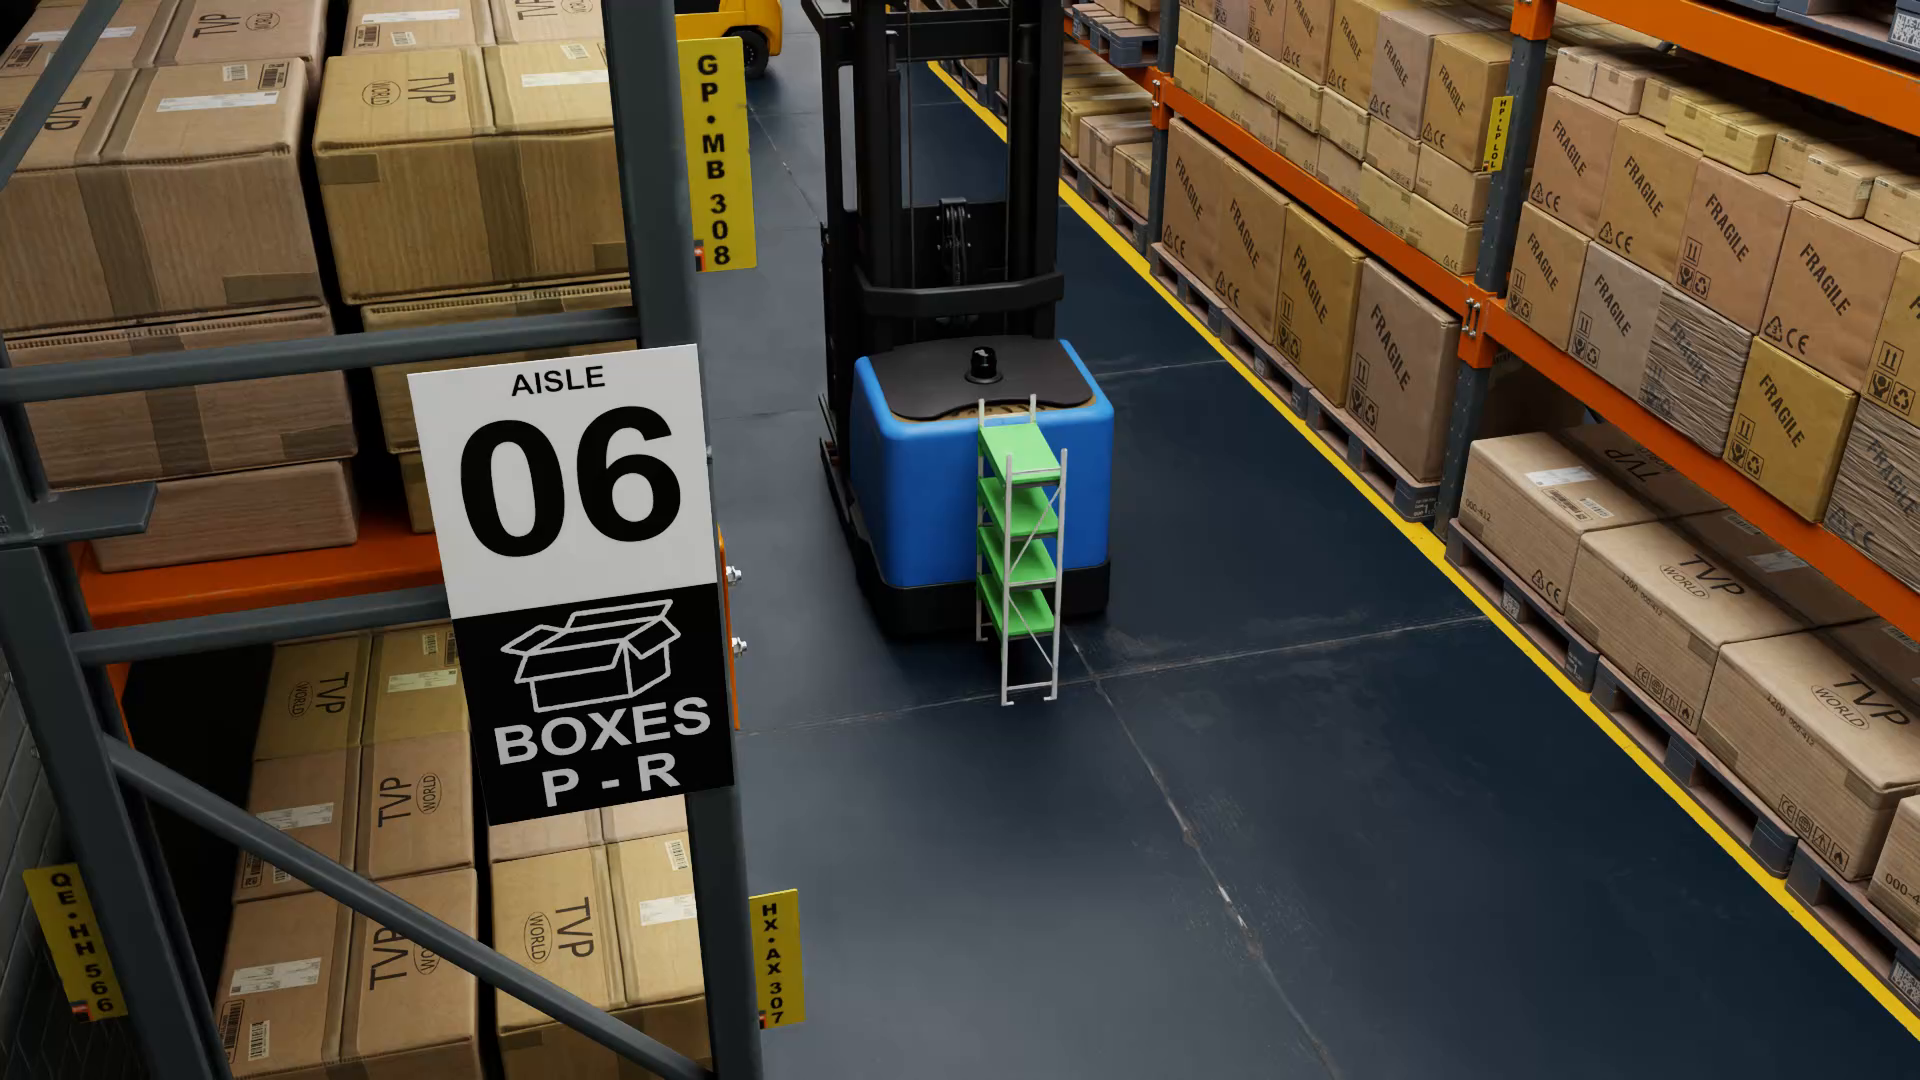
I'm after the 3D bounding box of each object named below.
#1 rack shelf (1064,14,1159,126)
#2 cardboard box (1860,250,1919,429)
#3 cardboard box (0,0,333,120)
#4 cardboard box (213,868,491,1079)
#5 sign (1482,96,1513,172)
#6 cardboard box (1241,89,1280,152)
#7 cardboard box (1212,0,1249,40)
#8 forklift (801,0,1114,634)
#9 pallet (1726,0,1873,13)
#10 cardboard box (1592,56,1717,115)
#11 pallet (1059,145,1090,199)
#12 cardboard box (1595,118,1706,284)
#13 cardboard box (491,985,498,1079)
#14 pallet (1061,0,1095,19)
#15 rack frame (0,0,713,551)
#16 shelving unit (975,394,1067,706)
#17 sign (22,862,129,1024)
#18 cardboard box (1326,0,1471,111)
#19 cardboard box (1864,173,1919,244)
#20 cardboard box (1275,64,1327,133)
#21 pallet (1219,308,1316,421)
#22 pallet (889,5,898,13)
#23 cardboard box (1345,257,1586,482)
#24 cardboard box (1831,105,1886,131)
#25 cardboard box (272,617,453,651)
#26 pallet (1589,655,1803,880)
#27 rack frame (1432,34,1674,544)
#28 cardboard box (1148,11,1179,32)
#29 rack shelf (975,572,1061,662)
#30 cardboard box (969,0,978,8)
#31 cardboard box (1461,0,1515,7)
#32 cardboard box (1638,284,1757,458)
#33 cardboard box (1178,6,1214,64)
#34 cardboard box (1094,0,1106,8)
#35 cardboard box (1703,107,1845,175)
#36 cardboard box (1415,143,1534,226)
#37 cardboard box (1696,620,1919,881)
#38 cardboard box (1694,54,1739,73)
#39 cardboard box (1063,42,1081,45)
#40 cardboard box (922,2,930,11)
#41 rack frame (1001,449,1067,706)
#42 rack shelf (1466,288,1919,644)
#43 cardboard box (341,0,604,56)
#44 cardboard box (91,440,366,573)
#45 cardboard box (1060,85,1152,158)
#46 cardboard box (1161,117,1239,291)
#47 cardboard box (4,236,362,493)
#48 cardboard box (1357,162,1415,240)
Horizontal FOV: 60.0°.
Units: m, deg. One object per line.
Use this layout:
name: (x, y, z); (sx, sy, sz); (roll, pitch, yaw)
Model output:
rack shelf: (1.267, -3.959, 12.814); (1.077, 0.370, 4.000); (-8, 31, -13)
cardboard box: (3.268, -0.606, 5.204); (0.500, 0.500, 0.500); (-8, 31, -14)
cardboard box: (-1.388, -0.786, 2.973); (0.500, 0.250, 0.500); (-9, 31, -15)
cardboard box: (-1.242, 0.970, 3.432); (0.500, 0.250, 0.500); (-7, 31, -12)
sign: (2.339, -1.763, 7.224); (0.100, 0.325, 0.005); (-8, 31, -13)
cardboard box: (1.972, -2.470, 9.673); (0.500, 0.250, 0.500); (-7, 31, -12)
cardboard box: (1.834, -3.272, 9.810); (0.500, 0.500, 0.500); (-8, 31, -13)
forklift: (-0.130, -1.574, 8.043); (1.130, 2.935, 3.031); (-6, 31, -10)
pallet: (3.066, -2.236, 6.213); (1.003, 0.211, 1.213); (-8, 31, -13)
cardboard box: (2.776, -1.821, 6.656); (0.380, 0.149, 0.250); (-7, 31, -13)
pallet: (1.271, -3.063, 13.332); (1.003, 0.211, 1.213); (-8, 31, -13)
cardboard box: (2.880, -1.342, 6.476); (0.500, 0.500, 0.500); (-8, 31, -14)
cardboard box: (-1.219, 1.075, 3.650); (0.380, 0.149, 0.250); (-7, 31, -12)
pallet: (1.233, -4.172, 12.655); (1.003, 0.211, 1.213); (-8, 31, -13)
rack frame: (-0.864, -1.375, 1.643); (1.000, 3.000, 0.127); (-8, 31, -13)
shelving unit: (0.244, 0.050, 6.955); (0.258, 1.200, 0.503); (-6, 32, -10)
sign: (-1.404, 0.647, 2.666); (0.100, 0.325, 0.005); (-8, 31, -13)
cardboard box: (2.238, -2.527, 8.524); (0.500, 0.500, 0.500); (-7, 31, -12)
cardboard box: (3.189, -1.082, 5.380); (0.380, 0.149, 0.250); (-7, 31, -12)
cardboard box: (2.072, -2.440, 9.121); (0.500, 0.250, 0.500); (-7, 31, -12)
pallet: (2.254, -1.119, 9.972); (1.003, 0.211, 1.213); (-8, 31, -13)
pallet: (-0.124, -5.528, 17.589); (1.003, 0.211, 1.213); (-8, 31, -13)
cardboard box: (2.617, -0.924, 8.553); (0.875, 0.875, 0.875); (-7, 31, -12)
cardboard box: (3.456, -1.523, 6.142); (0.380, 0.149, 0.250); (-8, 31, -14)
cardboard box: (-1.643, 0.229, 4.713); (0.500, 0.250, 0.500); (-8, 31, -13)
pallet: (3.313, 0.802, 6.653); (1.003, 0.211, 1.213); (-8, 31, -13)
rack frame: (2.859, -1.373, 7.627); (1.000, 3.000, 0.127); (-8, 31, -13)
cardboard box: (1.484, -3.505, 11.142); (0.380, 0.149, 0.250); (-7, 31, -11)
rack shelf: (0.242, 0.310, 7.112); (0.258, 0.148, 0.480); (-6, 32, -10)
cardboard box: (0.320, -4.803, 15.130); (0.500, 0.500, 0.500); (-8, 31, -14)
cardboard box: (2.727, -2.584, 8.622); (0.500, 0.500, 0.500); (-9, 31, -15)
cardboard box: (2.987, -0.670, 6.313); (0.500, 0.500, 0.500); (-8, 31, -13)
cardboard box: (1.694, -3.178, 10.398); (0.500, 0.250, 0.500); (-8, 31, -14)
cardboard box: (1.174, -3.863, 11.761); (0.380, 0.149, 0.250); (-9, 31, -16)
cardboard box: (2.934, -1.443, 6.003); (0.380, 0.149, 0.250); (-9, 31, -15)
cardboard box: (2.508, -1.705, 7.852); (0.500, 0.250, 0.500); (-8, 31, -13)
cardboard box: (3.398, 0.740, 6.116); (0.875, 0.438, 0.875); (-7, 31, -12)
cardboard box: (3.213, -1.881, 6.760); (0.380, 0.149, 0.250); (-7, 31, -12)
cardboard box: (0.840, -4.549, 15.441); (0.500, 0.250, 0.500); (-9, 31, -16)
cardboard box: (-0.093, -5.224, 16.607); (0.500, 0.250, 0.500); (-6, 31, -10)
rack frame: (0.295, 0.174, 6.751); (0.240, 1.200, 0.015); (-6, 32, -10)
rack shelf: (3.390, -0.095, 6.138); (1.077, 0.370, 4.000); (-8, 31, -13)
cardboard box: (-0.856, -0.853, 3.089); (0.500, 0.250, 0.500); (-8, 31, -14)
cardboard box: (-1.172, -0.092, 2.671); (0.380, 0.149, 0.250); (-7, 31, -12)
cardboard box: (1.258, -3.346, 13.240); (0.950, 0.372, 0.625); (-7, 31, -12)
cardboard box: (1.901, -2.222, 10.797); (0.875, 0.875, 0.875); (-8, 31, -14)
cardboard box: (-1.244, -0.320, 2.666); (0.500, 0.250, 0.500); (-8, 31, -14)
cardboard box: (2.363, -1.737, 8.406); (0.500, 0.250, 0.500); (-8, 31, -14)
